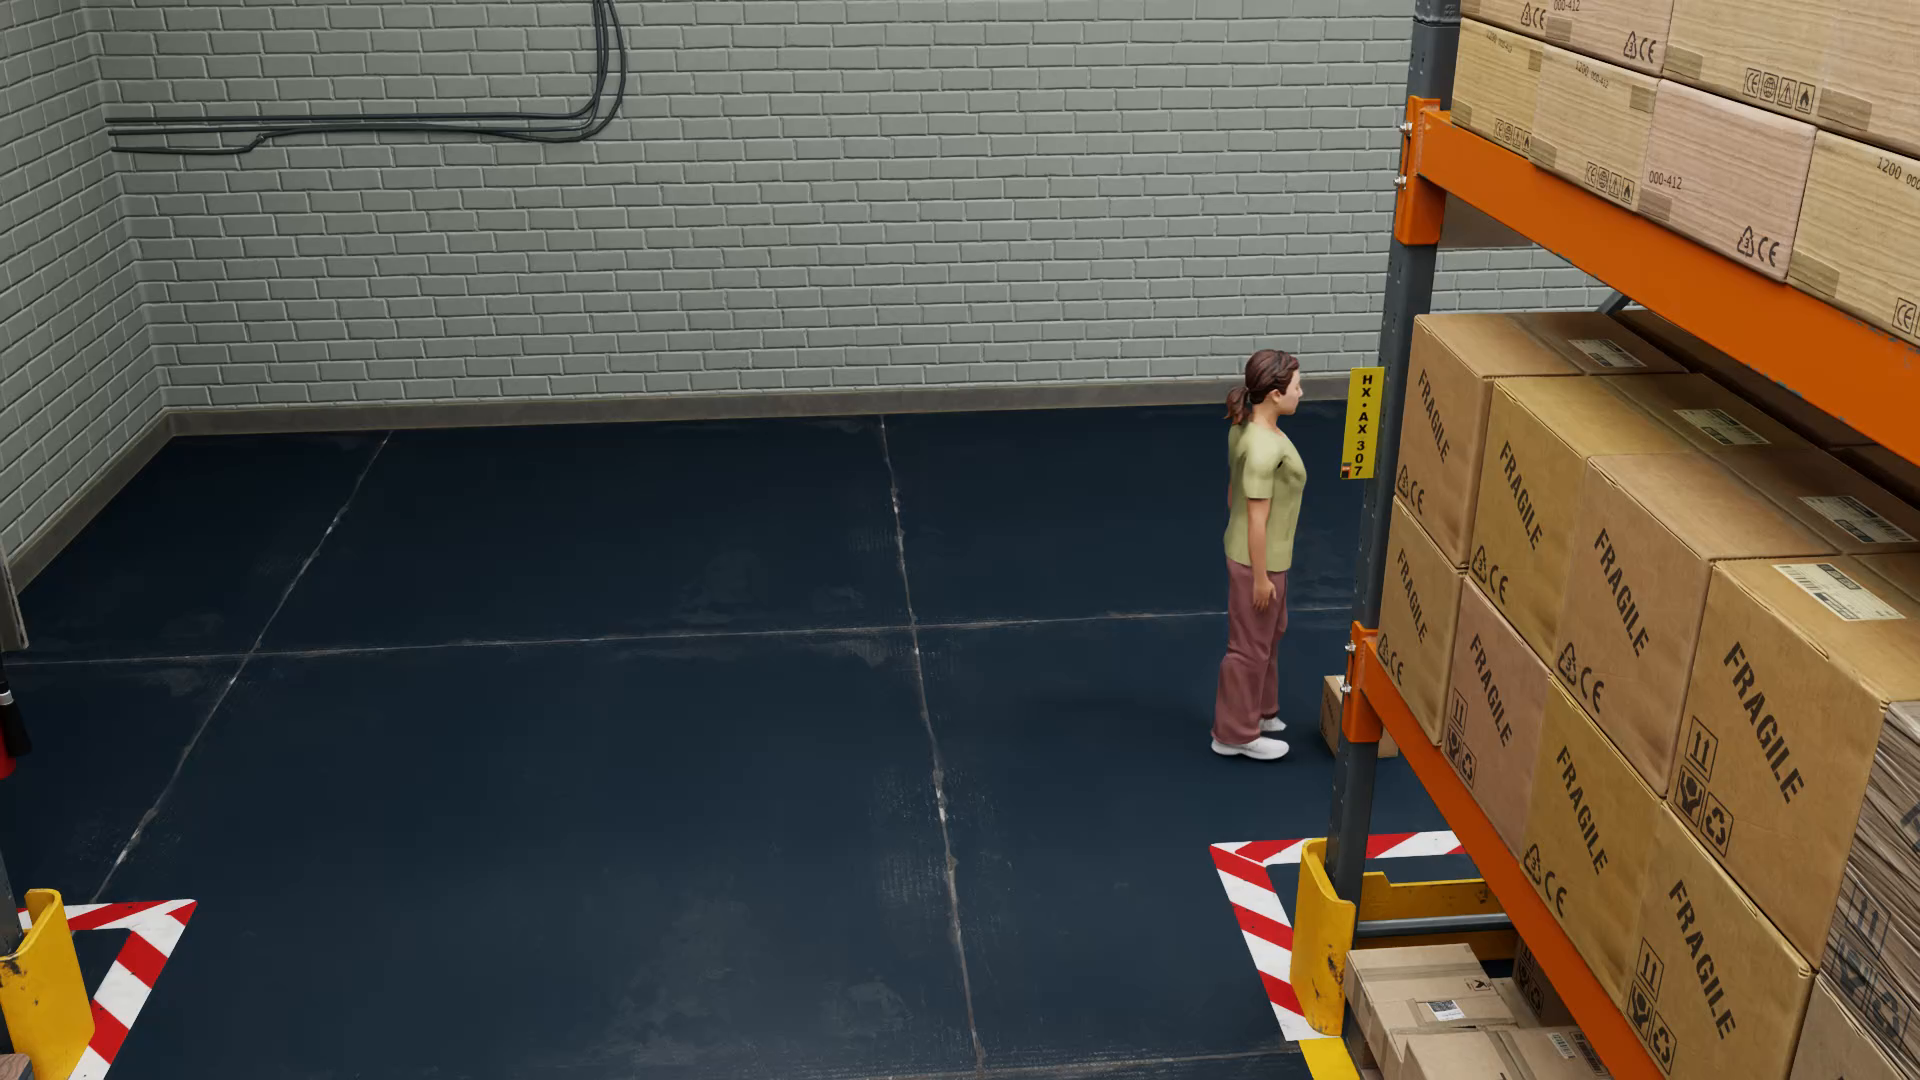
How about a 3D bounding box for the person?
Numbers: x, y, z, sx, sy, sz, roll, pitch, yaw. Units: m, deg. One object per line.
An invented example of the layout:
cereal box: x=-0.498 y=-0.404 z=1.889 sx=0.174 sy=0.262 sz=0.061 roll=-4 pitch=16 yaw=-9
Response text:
person: x=1.182 y=0.108 z=6.424 sx=0.424 sy=1.743 sz=0.476 roll=1 pitch=24 yaw=2
